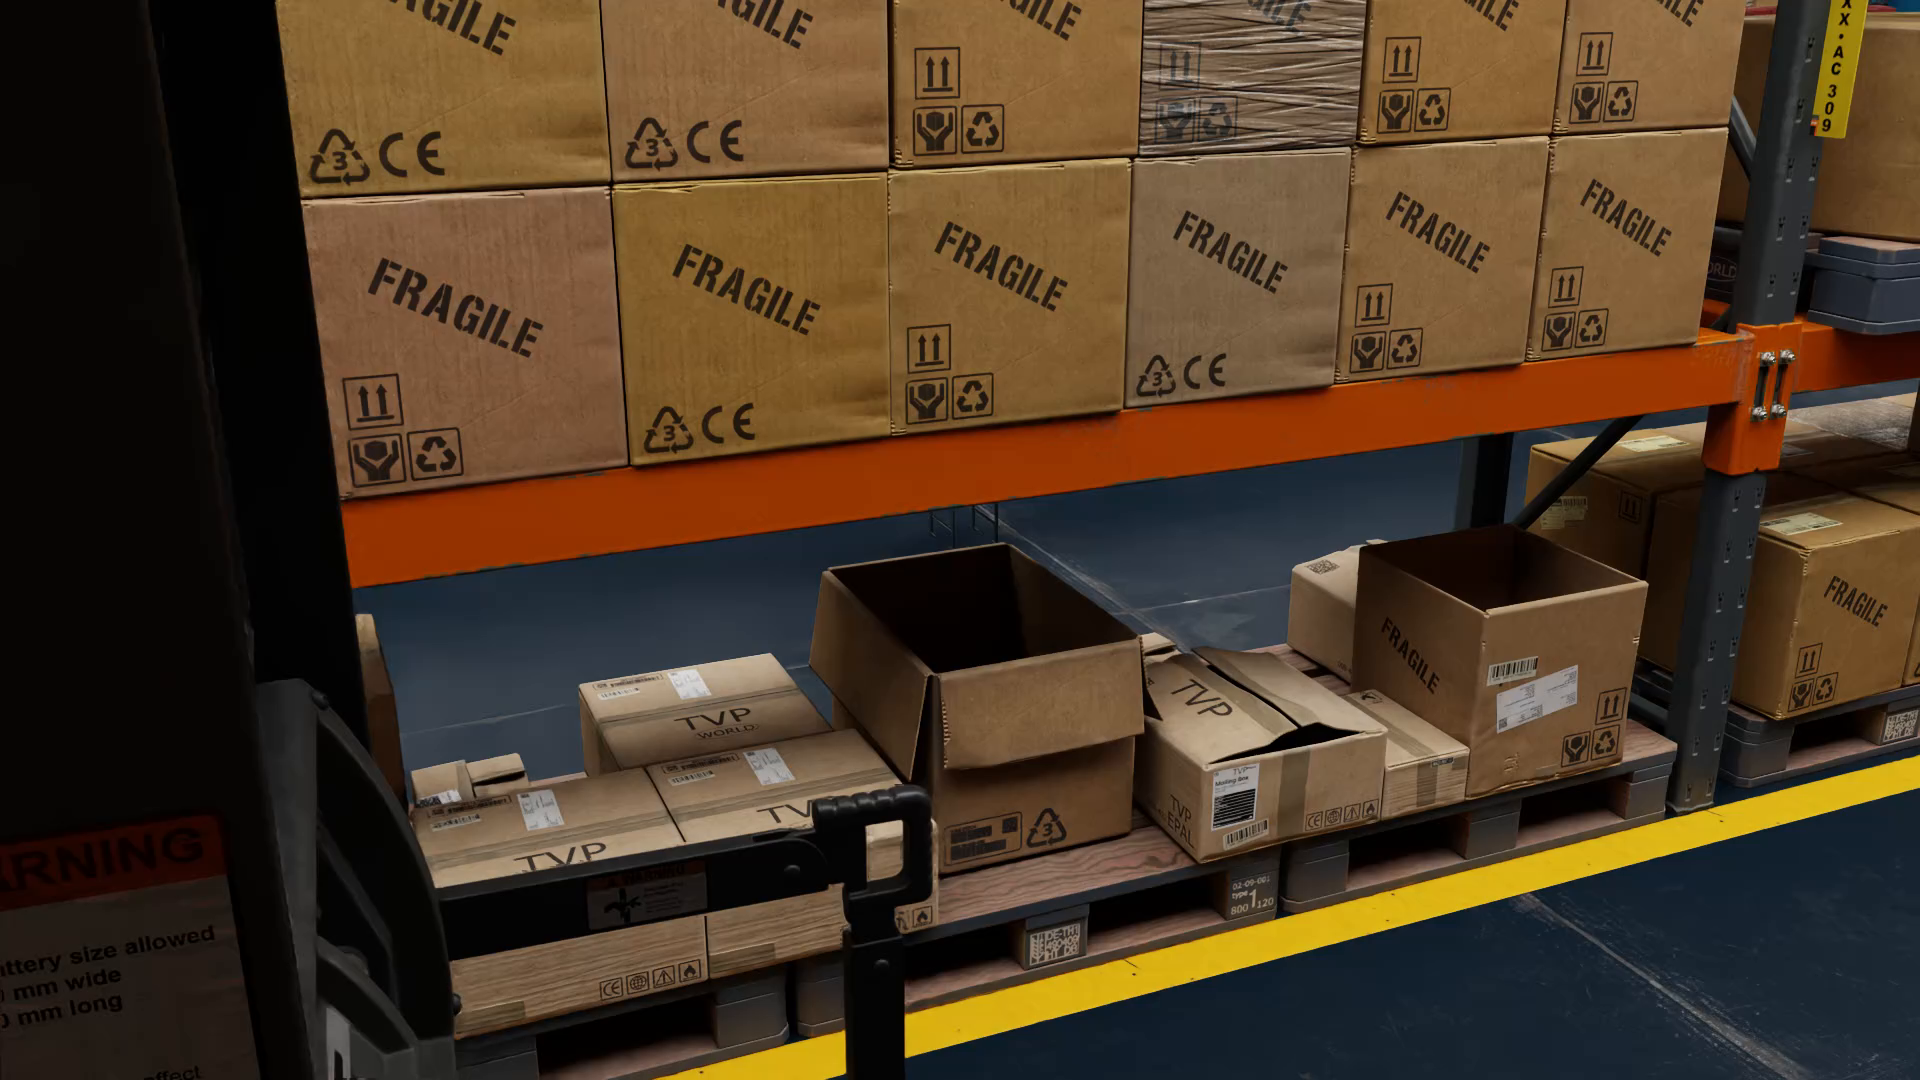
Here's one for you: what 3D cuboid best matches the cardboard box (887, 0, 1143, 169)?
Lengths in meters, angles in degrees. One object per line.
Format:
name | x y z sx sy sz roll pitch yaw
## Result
cardboard box | 0.015 -1.011 3.222 0.500 0.500 0.500 -8 21 -22

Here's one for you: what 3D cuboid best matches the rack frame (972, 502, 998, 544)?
rack frame | 0.097 -0.580 6.362 0.006 1.200 0.240 -8 21 -22

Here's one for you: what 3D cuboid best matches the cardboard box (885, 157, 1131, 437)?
cardboard box | 0.004 -0.537 3.381 0.500 0.500 0.500 -8 21 -21

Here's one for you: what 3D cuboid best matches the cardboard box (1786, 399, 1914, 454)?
cardboard box | 3.029 -0.147 5.526 0.500 0.500 0.500 -8 21 -21

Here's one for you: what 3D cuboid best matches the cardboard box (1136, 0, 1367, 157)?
cardboard box | 0.477 -1.077 3.409 0.500 0.500 0.500 -8 21 -21

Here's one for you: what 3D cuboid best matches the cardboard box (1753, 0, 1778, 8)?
cardboard box | 7.942 -5.460 16.913 0.500 0.500 0.875 -8 21 -22

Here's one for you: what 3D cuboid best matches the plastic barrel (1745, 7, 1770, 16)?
plastic barrel | 5.122 -3.253 11.041 0.433 0.535 0.433 0 19 0

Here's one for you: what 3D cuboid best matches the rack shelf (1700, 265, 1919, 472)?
rack shelf | 3.608 -0.762 5.253 4.000 0.370 1.077 -8 21 -22

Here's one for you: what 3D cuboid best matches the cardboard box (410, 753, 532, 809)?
cardboard box | -1.092 0.644 3.779 0.250 0.166 0.380 -8 21 -22

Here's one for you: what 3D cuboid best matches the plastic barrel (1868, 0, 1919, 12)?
plastic barrel | 6.684 -3.680 11.702 0.708 0.901 0.600 -8 21 -22

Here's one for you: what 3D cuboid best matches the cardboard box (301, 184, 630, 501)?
cardboard box | -0.918 -0.407 3.010 0.500 0.500 0.500 -8 21 -22

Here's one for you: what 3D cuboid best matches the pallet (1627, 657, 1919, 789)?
pallet | 2.503 0.358 5.186 1.213 0.211 1.003 -8 21 -22

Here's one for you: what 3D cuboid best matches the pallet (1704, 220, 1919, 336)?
pallet | 2.548 -0.820 4.622 1.213 0.211 1.003 -8 21 -22

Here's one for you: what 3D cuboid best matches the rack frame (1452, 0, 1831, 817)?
rack frame | 1.771 -0.838 4.387 0.127 3.000 1.000 -8 21 -22

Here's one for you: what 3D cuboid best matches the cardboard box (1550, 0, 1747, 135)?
cardboard box | 1.409 -1.212 3.791 0.500 0.500 0.500 -8 21 -22

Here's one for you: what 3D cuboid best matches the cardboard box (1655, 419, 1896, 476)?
cardboard box | 2.568 -0.082 5.339 0.500 0.500 0.500 -8 21 -22

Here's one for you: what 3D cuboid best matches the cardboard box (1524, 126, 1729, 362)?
cardboard box | 1.414 -0.742 3.961 0.500 0.500 0.500 -8 21 -21

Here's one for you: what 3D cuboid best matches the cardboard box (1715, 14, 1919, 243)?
cardboard box | 2.295 -1.078 4.283 0.500 0.500 0.700 -17 26 -40

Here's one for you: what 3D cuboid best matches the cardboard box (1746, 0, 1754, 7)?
cardboard box | 7.466 -5.407 16.763 0.500 0.500 0.875 -8 21 -22

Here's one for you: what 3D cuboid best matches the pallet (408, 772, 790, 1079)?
pallet | -1.100 0.888 3.682 1.213 0.211 1.003 -8 21 -22

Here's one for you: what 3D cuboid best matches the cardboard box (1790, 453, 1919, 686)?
cardboard box | 2.797 0.070 4.907 0.500 0.500 0.500 -8 21 -21

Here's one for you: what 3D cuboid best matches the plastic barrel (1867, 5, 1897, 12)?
plastic barrel | 6.193 -3.407 11.477 0.433 0.535 0.433 0 19 0

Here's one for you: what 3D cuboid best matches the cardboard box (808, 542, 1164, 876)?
cardboard box | 0.048 0.380 4.022 0.637 0.503 0.797 -8 21 -22

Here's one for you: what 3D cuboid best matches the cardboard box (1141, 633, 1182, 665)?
cardboard box | 0.510 0.397 4.483 0.250 0.166 0.380 -8 21 -22

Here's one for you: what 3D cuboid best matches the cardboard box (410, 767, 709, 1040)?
cardboard box | -0.831 0.726 3.420 0.500 0.250 0.500 -8 21 -22

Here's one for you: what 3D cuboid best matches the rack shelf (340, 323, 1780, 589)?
rack shelf | -0.065 -0.236 3.759 4.000 0.370 1.077 -8 21 -22

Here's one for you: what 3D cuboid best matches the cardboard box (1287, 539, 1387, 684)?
cardboard box | 1.300 0.212 4.791 0.500 0.311 0.500 -8 21 -22

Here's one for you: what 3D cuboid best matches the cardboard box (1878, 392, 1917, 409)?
cardboard box | 3.495 -0.215 5.718 0.500 0.500 0.500 -9 21 -24

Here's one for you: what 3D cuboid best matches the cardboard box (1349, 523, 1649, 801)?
cardboard box | 1.360 0.295 4.270 0.500 0.500 0.500 -8 21 -22

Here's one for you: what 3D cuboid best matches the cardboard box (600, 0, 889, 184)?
cardboard box | -0.451 -0.944 3.031 0.500 0.500 0.500 -8 21 -21

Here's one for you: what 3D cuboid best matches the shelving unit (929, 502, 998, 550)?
shelving unit | 0.013 -0.568 6.328 0.189 1.200 0.258 -8 21 -22

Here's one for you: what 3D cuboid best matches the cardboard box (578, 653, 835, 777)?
cardboard box | -0.616 0.515 4.021 0.500 0.250 0.500 -8 21 -22

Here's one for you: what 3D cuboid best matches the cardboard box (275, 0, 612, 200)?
cardboard box | -0.913 -0.880 2.849 0.500 0.500 0.500 -8 21 -21

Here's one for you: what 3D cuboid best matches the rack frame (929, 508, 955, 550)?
rack frame | -0.071 -0.556 6.294 0.006 1.200 0.240 -8 21 -22

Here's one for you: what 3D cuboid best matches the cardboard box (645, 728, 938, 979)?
cardboard box | -0.372 0.661 3.607 0.500 0.250 0.500 -8 21 -22

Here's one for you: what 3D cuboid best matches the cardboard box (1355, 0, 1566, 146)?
cardboard box | 0.940 -1.143 3.597 0.500 0.500 0.500 -9 21 -23

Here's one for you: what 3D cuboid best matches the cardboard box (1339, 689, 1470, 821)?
cardboard box | 1.040 0.528 4.136 0.250 0.149 0.380 -8 21 -22

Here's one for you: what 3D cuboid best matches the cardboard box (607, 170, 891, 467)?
cardboard box | -0.456 -0.472 3.195 0.500 0.500 0.500 -8 21 -22

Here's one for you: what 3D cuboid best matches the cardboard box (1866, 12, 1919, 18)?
cardboard box | 2.901 -1.188 4.595 0.500 0.500 0.700 -5 20 -13

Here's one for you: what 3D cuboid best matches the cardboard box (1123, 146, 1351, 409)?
cardboard box | 0.470 -0.605 3.573 0.500 0.500 0.500 -8 21 -21

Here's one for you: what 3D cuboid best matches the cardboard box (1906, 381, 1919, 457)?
cardboard box | 3.230 -0.341 4.947 0.500 0.250 0.500 -8 21 -22

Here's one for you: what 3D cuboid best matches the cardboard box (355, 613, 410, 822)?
cardboard box | -1.500 0.513 3.651 0.500 0.500 0.500 -8 21 -22

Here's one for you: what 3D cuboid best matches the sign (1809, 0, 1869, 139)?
sign | 1.993 -1.082 3.776 0.005 0.325 0.100 -8 21 -22

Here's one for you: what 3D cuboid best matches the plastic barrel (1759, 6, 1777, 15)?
plastic barrel | 5.519 -3.310 11.203 0.433 0.535 0.433 0 19 0

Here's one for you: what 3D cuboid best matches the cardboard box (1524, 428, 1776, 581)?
cardboard box | 2.111 -0.019 5.161 0.500 0.500 0.500 -8 21 -22

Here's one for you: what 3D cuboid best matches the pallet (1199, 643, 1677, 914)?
pallet | 1.140 0.567 4.594 1.213 0.211 1.003 -8 21 -22

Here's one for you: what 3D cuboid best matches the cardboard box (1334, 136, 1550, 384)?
cardboard box | 0.941 -0.673 3.767 0.500 0.500 0.500 -8 21 -20

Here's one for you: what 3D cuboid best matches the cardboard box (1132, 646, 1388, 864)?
cardboard box | 0.672 0.482 4.021 0.500 0.311 0.500 -8 21 -22

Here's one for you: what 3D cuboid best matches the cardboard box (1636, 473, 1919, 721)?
cardboard box | 2.312 0.144 4.698 0.500 0.500 0.500 -9 21 -24

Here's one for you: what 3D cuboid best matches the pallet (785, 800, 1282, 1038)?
pallet | 0.018 0.729 4.134 1.213 0.211 1.003 -8 21 -22
